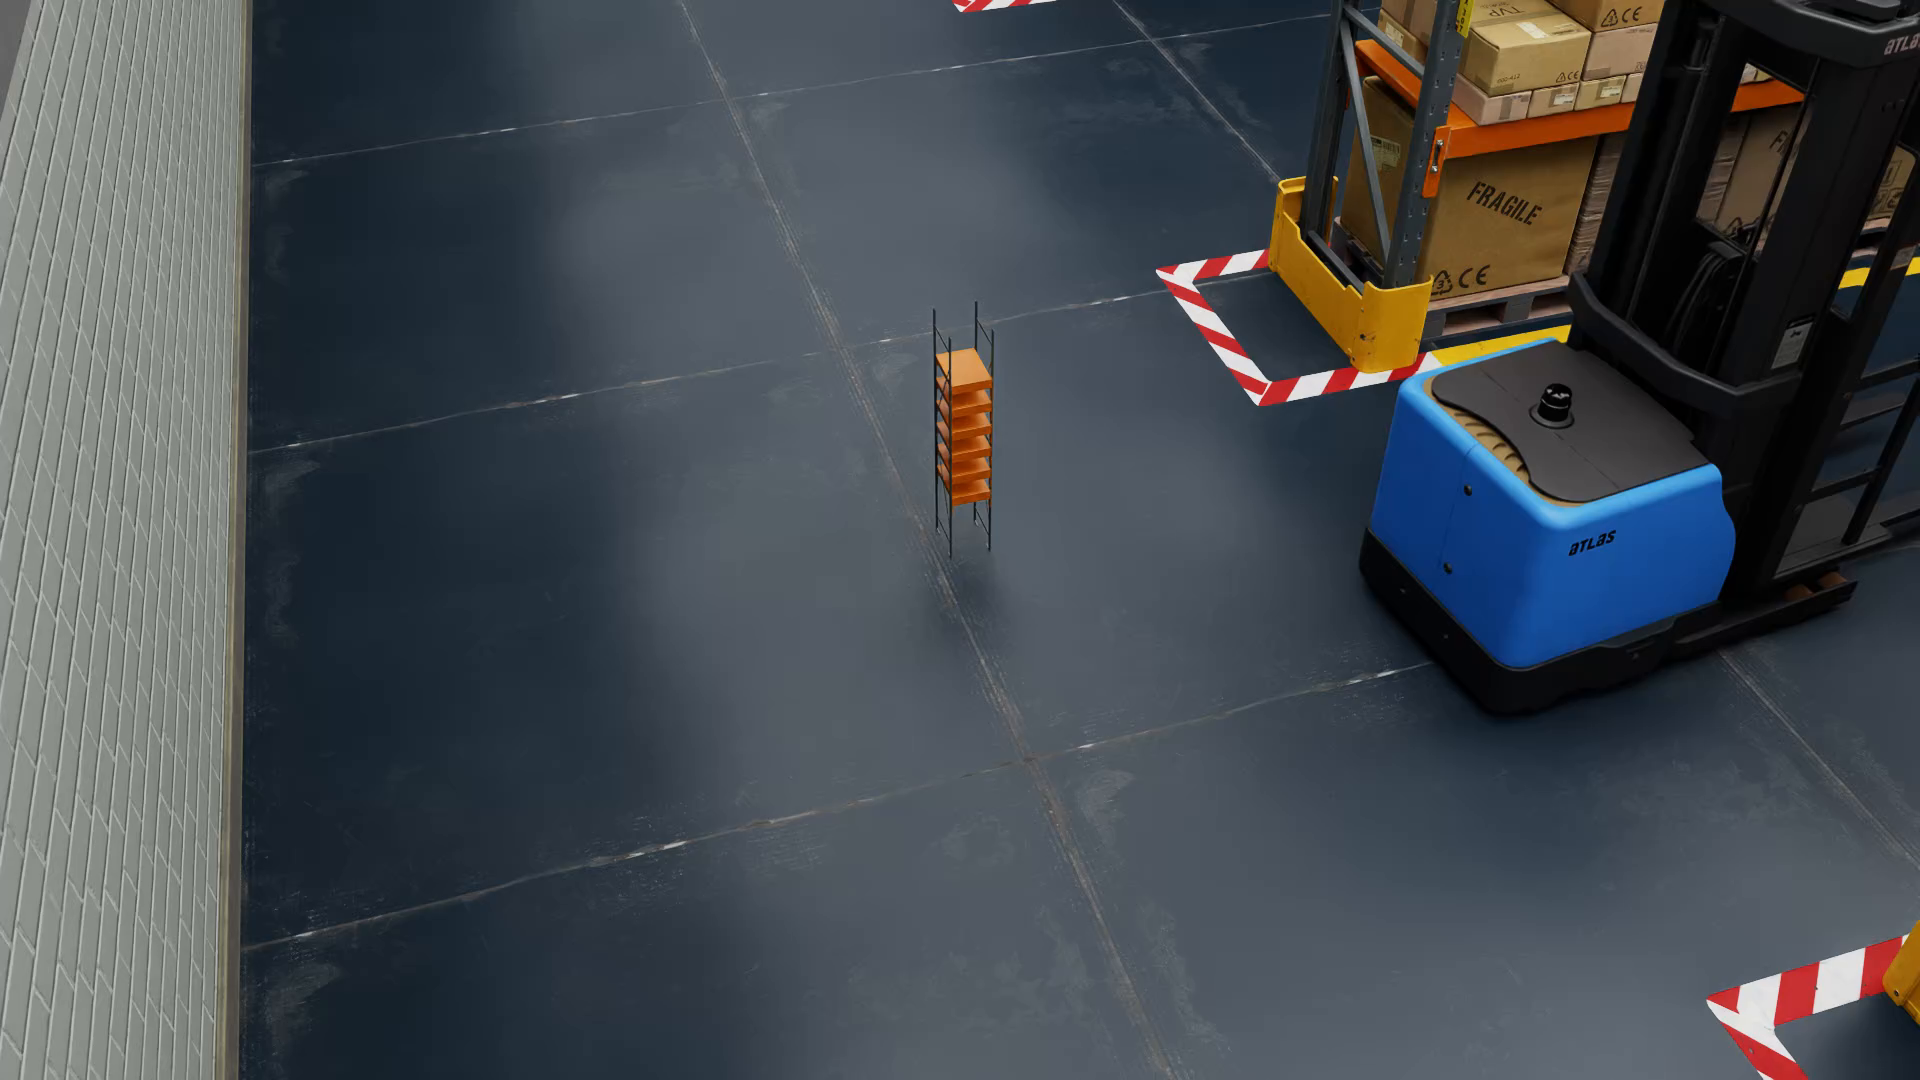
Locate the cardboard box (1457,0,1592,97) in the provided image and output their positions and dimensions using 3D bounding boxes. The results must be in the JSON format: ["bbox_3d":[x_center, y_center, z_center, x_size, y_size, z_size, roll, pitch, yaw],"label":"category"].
[{"bbox_3d":[2.619,-2.363,7.913,0.500,0.250,0.500,-13,43,-14],"label":"cardboard box"}]

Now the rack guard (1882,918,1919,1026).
[{"bbox_3d":[3.549,1.680,5.297,0.348,0.500,1.175,-12,42,-13],"label":"rack guard"}]

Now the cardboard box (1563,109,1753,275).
[{"bbox_3d":[3.534,-2.097,9.016,0.875,0.875,0.875,-12,42,-13],"label":"cardboard box"}]

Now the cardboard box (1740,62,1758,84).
[{"bbox_3d":[3.743,-2.407,8.265,0.250,0.149,0.380,-12,43,-14],"label":"cardboard box"}]

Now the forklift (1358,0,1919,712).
[{"bbox_3d":[3.324,-1.050,6.574,3.031,2.935,1.130,-16,44,-18],"label":"forklift"}]

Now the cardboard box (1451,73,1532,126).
[{"bbox_3d":[2.518,-2.151,7.973,0.250,0.149,0.380,-11,42,-13],"label":"cardboard box"}]

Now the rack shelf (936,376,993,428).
[{"bbox_3d":[0.014,-0.602,7.079,0.180,0.103,0.258,-12,42,-13],"label":"rack shelf"}]

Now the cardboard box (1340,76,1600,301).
[{"bbox_3d":[2.666,-1.917,8.810,0.875,0.875,0.875,-12,42,-13],"label":"cardboard box"}]

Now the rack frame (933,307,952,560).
[{"bbox_3d":[-0.073,-0.437,7.187,0.006,1.200,0.240,-12,42,-13],"label":"rack frame"}]

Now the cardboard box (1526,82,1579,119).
[{"bbox_3d":[2.762,-2.203,8.032,0.250,0.149,0.380,-12,43,-14],"label":"cardboard box"}]

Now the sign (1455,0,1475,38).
[{"bbox_3d":[2.241,-2.389,7.336,0.005,0.325,0.100,-12,42,-13],"label":"sign"}]

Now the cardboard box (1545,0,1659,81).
[{"bbox_3d":[3.113,-2.470,8.035,0.500,0.250,0.500,-12,43,-14],"label":"cardboard box"}]

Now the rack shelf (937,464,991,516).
[{"bbox_3d":[0.014,-0.241,7.395,0.180,0.103,0.258,-12,42,-13],"label":"rack shelf"}]

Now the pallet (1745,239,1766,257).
[{"bbox_3d":[3.981,-1.778,9.474,1.213,0.211,1.003,-12,42,-13],"label":"pallet"}]

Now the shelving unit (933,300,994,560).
[{"bbox_3d":[0.014,-0.455,7.208,0.189,1.200,0.258,-12,42,-13],"label":"shelving unit"}]

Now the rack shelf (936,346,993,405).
[{"bbox_3d":[0.014,-0.692,7.000,0.180,0.103,0.258,-12,42,-13],"label":"rack shelf"}]

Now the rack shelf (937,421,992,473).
[{"bbox_3d":[0.014,-0.421,7.237,0.180,0.103,0.258,-12,42,-13],"label":"rack shelf"}]

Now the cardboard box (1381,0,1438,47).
[{"bbox_3d":[2.462,-2.700,8.298,0.500,0.250,0.500,-12,43,-14],"label":"cardboard box"}]

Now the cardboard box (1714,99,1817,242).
[{"bbox_3d":[4.383,-2.273,9.217,0.875,0.875,0.875,-12,42,-13],"label":"cardboard box"}]

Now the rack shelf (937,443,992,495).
[{"bbox_3d":[0.014,-0.331,7.316,0.180,0.103,0.258,-12,42,-13],"label":"rack shelf"}]

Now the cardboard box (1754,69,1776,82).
[{"bbox_3d":[3.984,-2.456,8.322,0.250,0.149,0.380,-13,43,-14],"label":"cardboard box"}]

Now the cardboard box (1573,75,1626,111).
[{"bbox_3d":[3.006,-2.253,8.090,0.250,0.149,0.380,-13,43,-14],"label":"cardboard box"}]

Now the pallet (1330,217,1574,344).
[{"bbox_3d":[2.819,-1.539,9.201,1.213,0.211,1.003,-12,42,-13],"label":"pallet"}]

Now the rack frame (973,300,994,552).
[{"bbox_3d":[0.101,-0.473,7.229,0.006,1.200,0.240,-12,42,-13],"label":"rack frame"}]

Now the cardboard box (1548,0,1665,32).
[{"bbox_3d":[3.096,-2.745,7.779,0.500,0.500,0.500,-13,43,-14],"label":"cardboard box"}]

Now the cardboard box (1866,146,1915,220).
[{"bbox_3d":[5.242,-2.451,9.421,0.875,0.875,0.875,-12,42,-13],"label":"cardboard box"}]

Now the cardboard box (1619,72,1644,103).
[{"bbox_3d":[3.254,-2.306,8.150,0.250,0.149,0.380,-12,43,-14],"label":"cardboard box"}]

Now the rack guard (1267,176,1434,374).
[{"bbox_3d":[2.057,-1.436,8.864,0.348,0.500,1.175,-12,42,-13],"label":"rack guard"}]

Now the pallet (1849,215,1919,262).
[{"bbox_3d":[5.146,-2.022,9.753,1.213,0.211,1.003,-12,42,-13],"label":"pallet"}]

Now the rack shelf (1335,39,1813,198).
[{"bbox_3d":[3.988,-2.507,8.736,4.000,0.370,1.077,-12,42,-13],"label":"rack shelf"}]

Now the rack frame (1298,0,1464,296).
[{"bbox_3d":[2.080,-2.382,8.047,0.127,3.000,1.000,-12,42,-13],"label":"rack frame"}]

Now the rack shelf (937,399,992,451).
[{"bbox_3d":[0.014,-0.512,7.158,0.180,0.103,0.258,-12,42,-13],"label":"rack shelf"}]

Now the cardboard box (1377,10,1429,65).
[{"bbox_3d":[2.321,-2.565,8.446,0.250,0.149,0.380,-11,42,-12],"label":"cardboard box"}]
